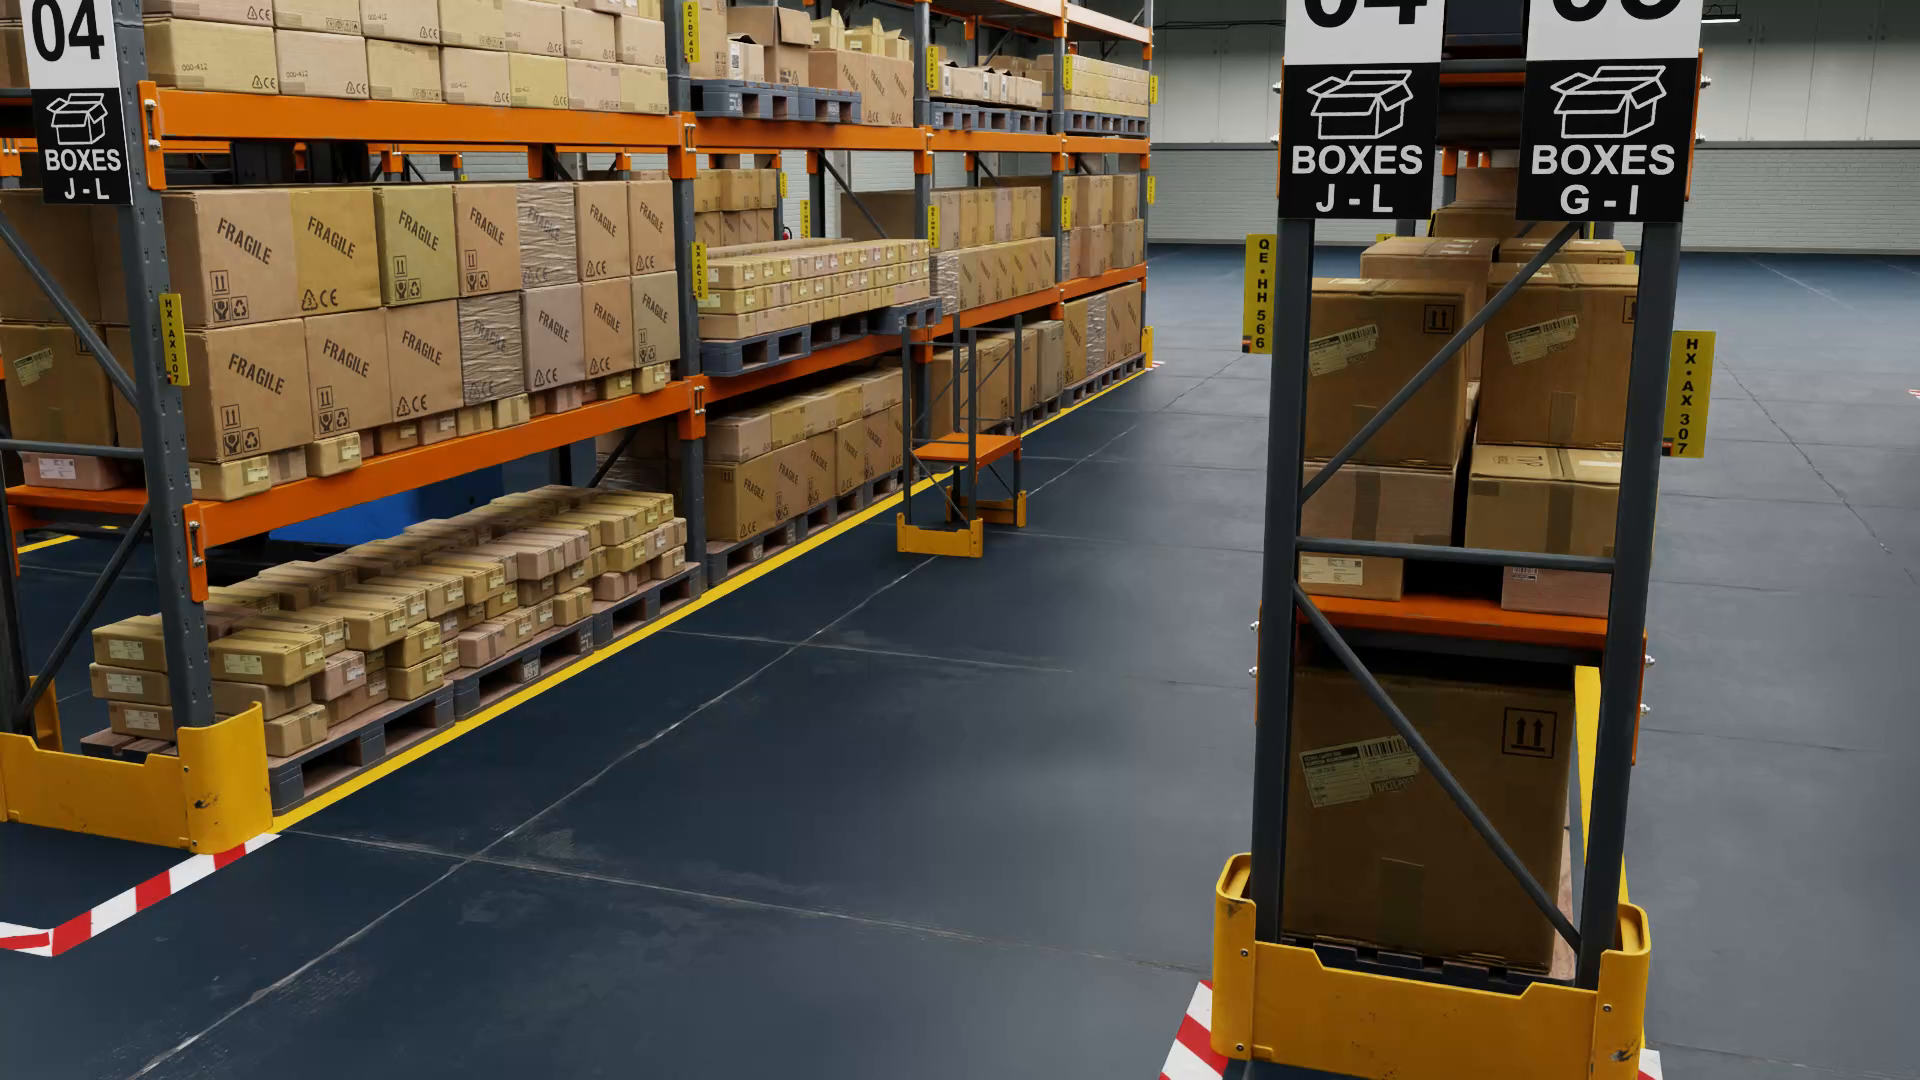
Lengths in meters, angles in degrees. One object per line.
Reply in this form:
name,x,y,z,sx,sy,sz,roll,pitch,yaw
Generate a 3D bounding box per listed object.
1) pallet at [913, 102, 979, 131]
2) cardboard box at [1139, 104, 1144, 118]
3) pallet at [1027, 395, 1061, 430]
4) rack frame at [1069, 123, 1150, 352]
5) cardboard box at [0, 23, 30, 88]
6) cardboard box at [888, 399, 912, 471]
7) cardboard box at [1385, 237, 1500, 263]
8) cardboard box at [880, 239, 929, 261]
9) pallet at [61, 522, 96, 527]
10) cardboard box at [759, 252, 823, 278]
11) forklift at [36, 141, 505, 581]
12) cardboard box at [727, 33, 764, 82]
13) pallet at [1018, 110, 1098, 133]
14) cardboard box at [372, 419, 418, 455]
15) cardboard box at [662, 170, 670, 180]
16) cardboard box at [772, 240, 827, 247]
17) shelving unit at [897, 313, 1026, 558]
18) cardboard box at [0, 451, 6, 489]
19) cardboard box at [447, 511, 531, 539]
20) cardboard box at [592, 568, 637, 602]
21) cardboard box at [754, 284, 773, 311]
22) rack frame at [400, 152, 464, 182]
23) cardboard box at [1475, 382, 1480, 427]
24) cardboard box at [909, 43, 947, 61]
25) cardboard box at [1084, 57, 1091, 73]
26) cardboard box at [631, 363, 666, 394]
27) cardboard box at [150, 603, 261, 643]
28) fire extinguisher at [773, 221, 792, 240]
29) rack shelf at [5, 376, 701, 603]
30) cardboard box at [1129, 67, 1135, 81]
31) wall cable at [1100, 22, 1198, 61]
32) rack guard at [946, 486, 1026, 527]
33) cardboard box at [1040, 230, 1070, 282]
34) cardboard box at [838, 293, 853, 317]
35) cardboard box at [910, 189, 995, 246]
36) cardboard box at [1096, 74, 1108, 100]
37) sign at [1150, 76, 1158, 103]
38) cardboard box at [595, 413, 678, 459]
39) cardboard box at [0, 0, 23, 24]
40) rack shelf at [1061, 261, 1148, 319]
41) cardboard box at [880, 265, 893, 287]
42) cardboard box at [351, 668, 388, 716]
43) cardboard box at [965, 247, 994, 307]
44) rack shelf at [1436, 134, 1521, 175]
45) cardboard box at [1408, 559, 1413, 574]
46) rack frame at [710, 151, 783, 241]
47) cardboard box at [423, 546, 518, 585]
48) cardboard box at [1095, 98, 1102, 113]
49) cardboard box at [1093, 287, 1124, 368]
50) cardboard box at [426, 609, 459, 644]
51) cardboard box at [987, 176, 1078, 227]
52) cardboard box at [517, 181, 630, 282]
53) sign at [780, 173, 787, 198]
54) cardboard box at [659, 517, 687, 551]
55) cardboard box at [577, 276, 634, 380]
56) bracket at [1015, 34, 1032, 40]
pallet,-0.574,-3.526,13.877,1.213,0.211,1.003,5,14,21
cardboard box,1.988,-5.146,19.949,0.380,0.149,0.250,4,14,19
pallet,0.384,-1.331,16.844,1.003,0.211,1.213,4,14,18
rack frame,1.857,-3.700,20.959,1.000,3.000,0.127,4,14,18
cardboard box,-3.423,-1.836,6.385,0.500,0.250,0.500,4,13,17
cardboard box,-0.697,-0.845,13.121,0.500,0.500,0.500,4,14,18
cardboard box,2.238,-1.150,7.770,0.500,0.500,0.500,4,14,18
cardboard box,-0.457,-2.252,12.897,0.380,0.149,0.250,4,13,16
pallet,-6.564,-0.317,12.403,1.003,0.211,1.213,4,14,18
cardboard box,-1.128,-1.815,10.983,0.380,0.149,0.250,4,14,18
forklift,-4.488,-1.269,10.461,3.031,2.935,1.130,4,13,16
cardboard box,-1.543,-2.968,10.264,0.500,0.311,0.500,4,14,18
pallet,0.837,-4.449,17.697,1.003,0.211,1.213,4,14,18
cardboard box,-2.659,-0.483,7.426,0.380,0.149,0.250,4,14,18
cardboard box,-3.620,-4.057,19.383,0.700,0.500,0.500,4,14,19
cardboard box,-1.233,-2.197,12.655,0.380,0.149,0.250,4,14,18
shelving unit,0.025,-0.747,11.391,0.587,1.500,1.083,4,14,18
cardboard box,-7.047,-0.340,11.050,0.875,0.438,0.875,4,13,18
cardboard box,-2.577,-0.054,9.109,0.380,0.149,0.250,4,13,17
cardboard box,-2.018,0.228,9.213,0.380,0.149,0.250,4,13,17
cardboard box,-1.381,-1.505,10.295,0.380,0.149,0.250,4,13,17
rack frame,-7.558,-4.392,23.989,1.000,3.000,0.127,4,14,18
cardboard box,1.907,-0.573,6.927,0.500,0.250,0.500,5,14,20
cardboard box,-0.434,-4.167,14.868,0.500,0.500,0.500,4,14,18
cardboard box,1.165,-4.999,17.514,0.380,0.149,0.250,4,14,18
cardboard box,-1.877,-0.912,9.308,0.380,0.149,0.250,4,13,17
cardboard box,-3.253,0.385,7.185,0.380,0.149,0.250,5,14,19
fire extinguisher,-2.387,-3.989,22.396,0.296,0.674,0.183,4,14,18
rack shelf,-2.673,-0.402,8.124,1.077,0.370,4.000,4,14,18
cardboard box,1.821,-5.426,19.383,0.380,0.149,0.250,5,14,19
wall cable,5.835,-14.830,51.869,3.097,2.526,0.112,4,14,18
rack guard,0.186,-0.243,11.990,0.587,0.250,0.087,4,14,18
cardboard box,0.671,-3.010,17.596,0.875,0.550,0.550,4,14,18
cardboard box,-0.961,-1.634,11.526,0.380,0.149,0.250,4,13,16
cardboard box,-0.086,-2.968,15.280,0.700,0.500,0.500,4,14,18
cardboard box,1.310,-4.941,18.155,0.500,0.250,0.500,4,14,18
sign,2.366,-5.514,20.351,0.100,0.325,0.005,4,14,18
cardboard box,-2.024,-0.700,10.804,0.500,0.250,0.500,4,13,17
cardboard box,-3.412,-2.080,6.332,0.500,0.250,0.500,4,13,17
rack shelf,1.210,-2.928,19.194,1.077,0.370,4.000,4,14,18
cardboard box,-0.710,-1.942,12.207,0.380,0.149,0.250,4,14,19
cardboard box,-2.767,0.653,7.351,0.380,0.149,0.250,5,14,19
cardboard box,-0.006,-2.353,14.832,0.500,0.500,0.500,4,14,18
rack shelf,3.282,-2.328,9.823,1.077,0.370,4.000,4,14,18
cardboard box,1.227,0.016,5.242,0.380,0.149,0.250,5,14,19
rack frame,-2.860,-4.035,22.427,1.000,3.000,0.127,4,14,18
cardboard box,-2.431,0.139,8.262,0.380,0.149,0.250,4,14,19
cardboard box,1.329,-4.718,18.073,0.380,0.149,0.250,4,13,17
cardboard box,1.417,-2.536,19.690,0.875,0.875,0.875,4,13,18
cardboard box,-2.589,0.396,7.805,0.380,0.149,0.250,4,13,16
cardboard box,0.782,-3.657,18.006,0.875,0.550,0.550,4,14,18
cardboard box,-2.084,-1.627,8.736,0.500,0.500,0.500,4,13,17
sign,-2.341,-4.710,22.070,0.100,0.325,0.005,4,14,18
cardboard box,-1.827,-0.044,9.736,0.380,0.149,0.250,5,14,20
cardboard box,-2.084,-1.136,8.831,0.500,0.500,0.500,4,13,17
bracket,2.117,-15.743,52.150,0.076,0.066,3.189,4,14,18
